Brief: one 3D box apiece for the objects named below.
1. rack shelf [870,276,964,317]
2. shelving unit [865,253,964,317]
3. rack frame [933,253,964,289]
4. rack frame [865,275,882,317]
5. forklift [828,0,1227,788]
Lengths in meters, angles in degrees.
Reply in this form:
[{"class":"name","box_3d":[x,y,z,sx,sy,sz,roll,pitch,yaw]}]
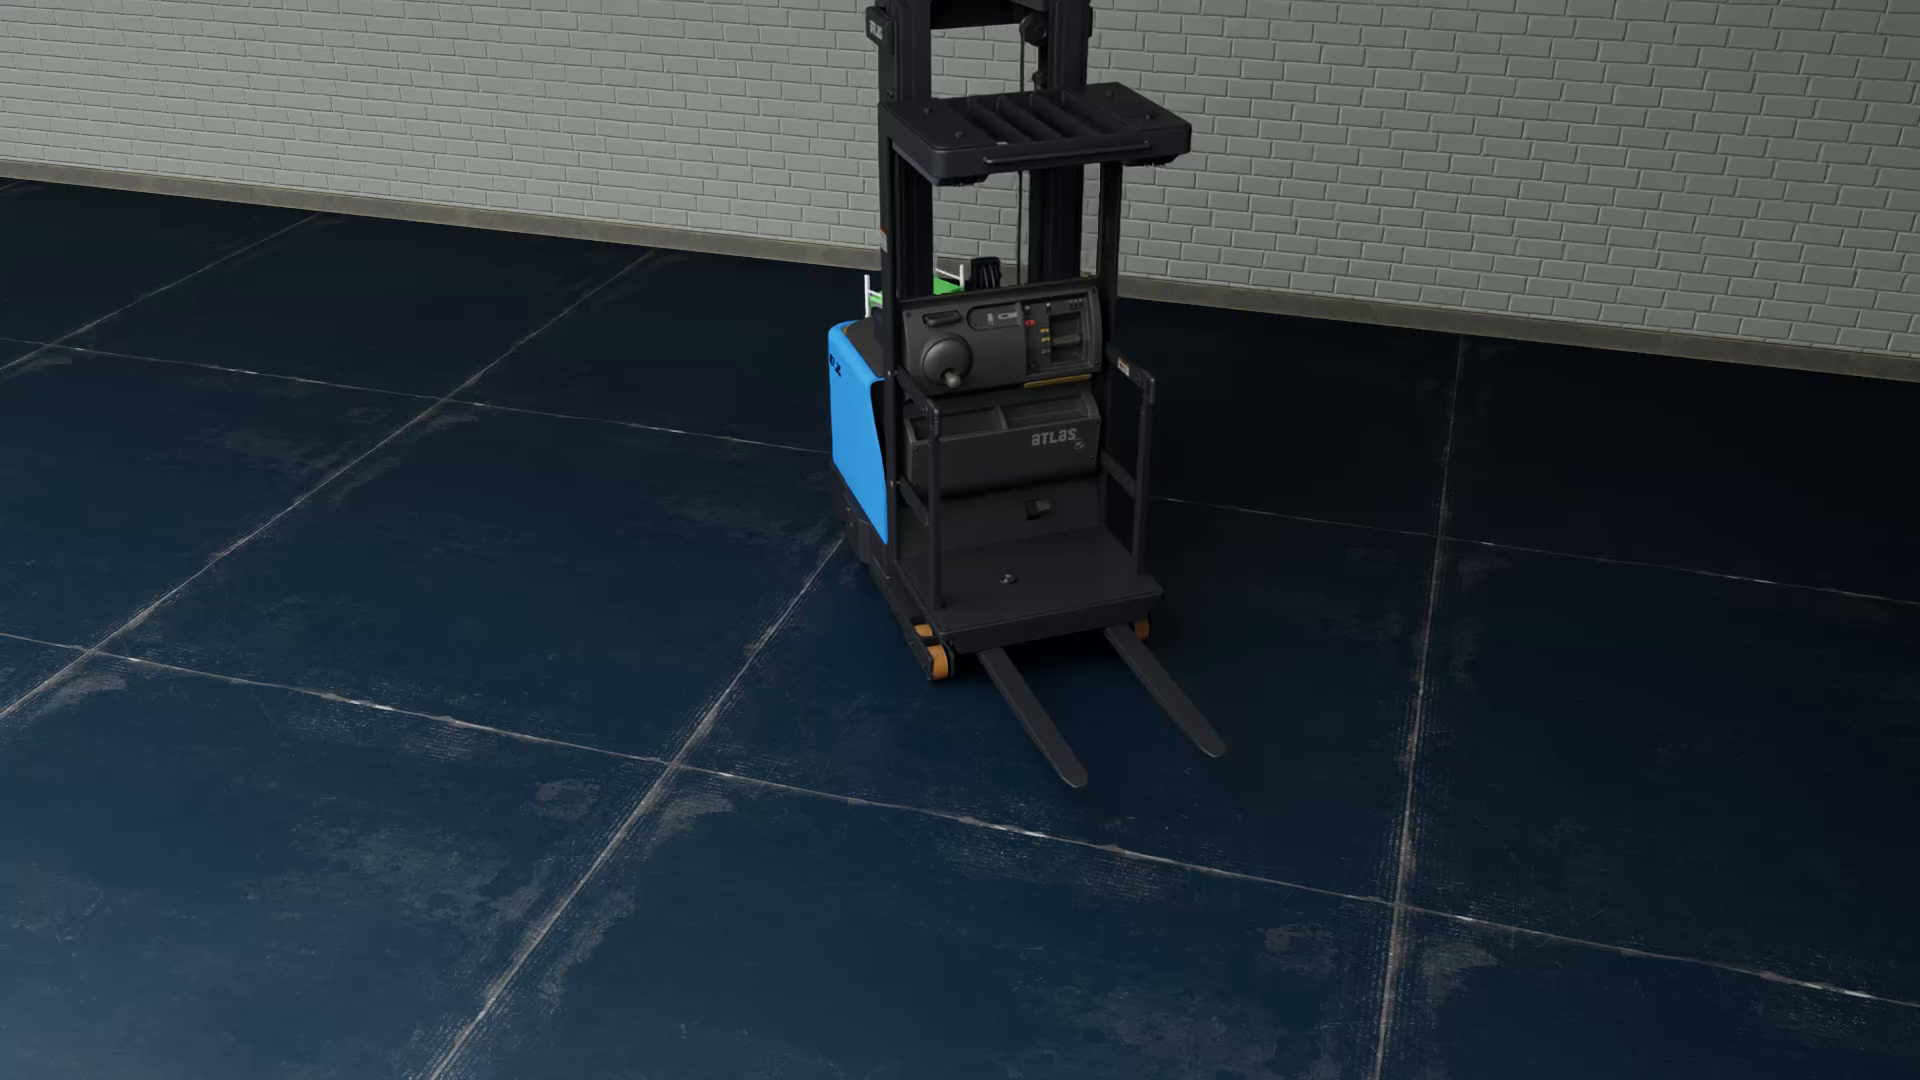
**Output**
[{"class":"rack shelf","box_3d":[-0.240,-1.283,8.966,0.480,0.148,0.258,-25,38,-37]},{"class":"shelving unit","box_3d":[-0.240,-0.919,9.168,0.503,1.200,0.258,-25,38,-37]},{"class":"rack frame","box_3d":[-0.064,-1.001,9.316,0.015,1.200,0.240,-25,38,-37]},{"class":"rack frame","box_3d":[-0.417,-0.837,9.021,0.015,1.200,0.240,-25,38,-37]},{"class":"forklift","box_3d":[0.269,-0.860,7.282,1.130,2.935,3.031,-10,30,-17]}]
